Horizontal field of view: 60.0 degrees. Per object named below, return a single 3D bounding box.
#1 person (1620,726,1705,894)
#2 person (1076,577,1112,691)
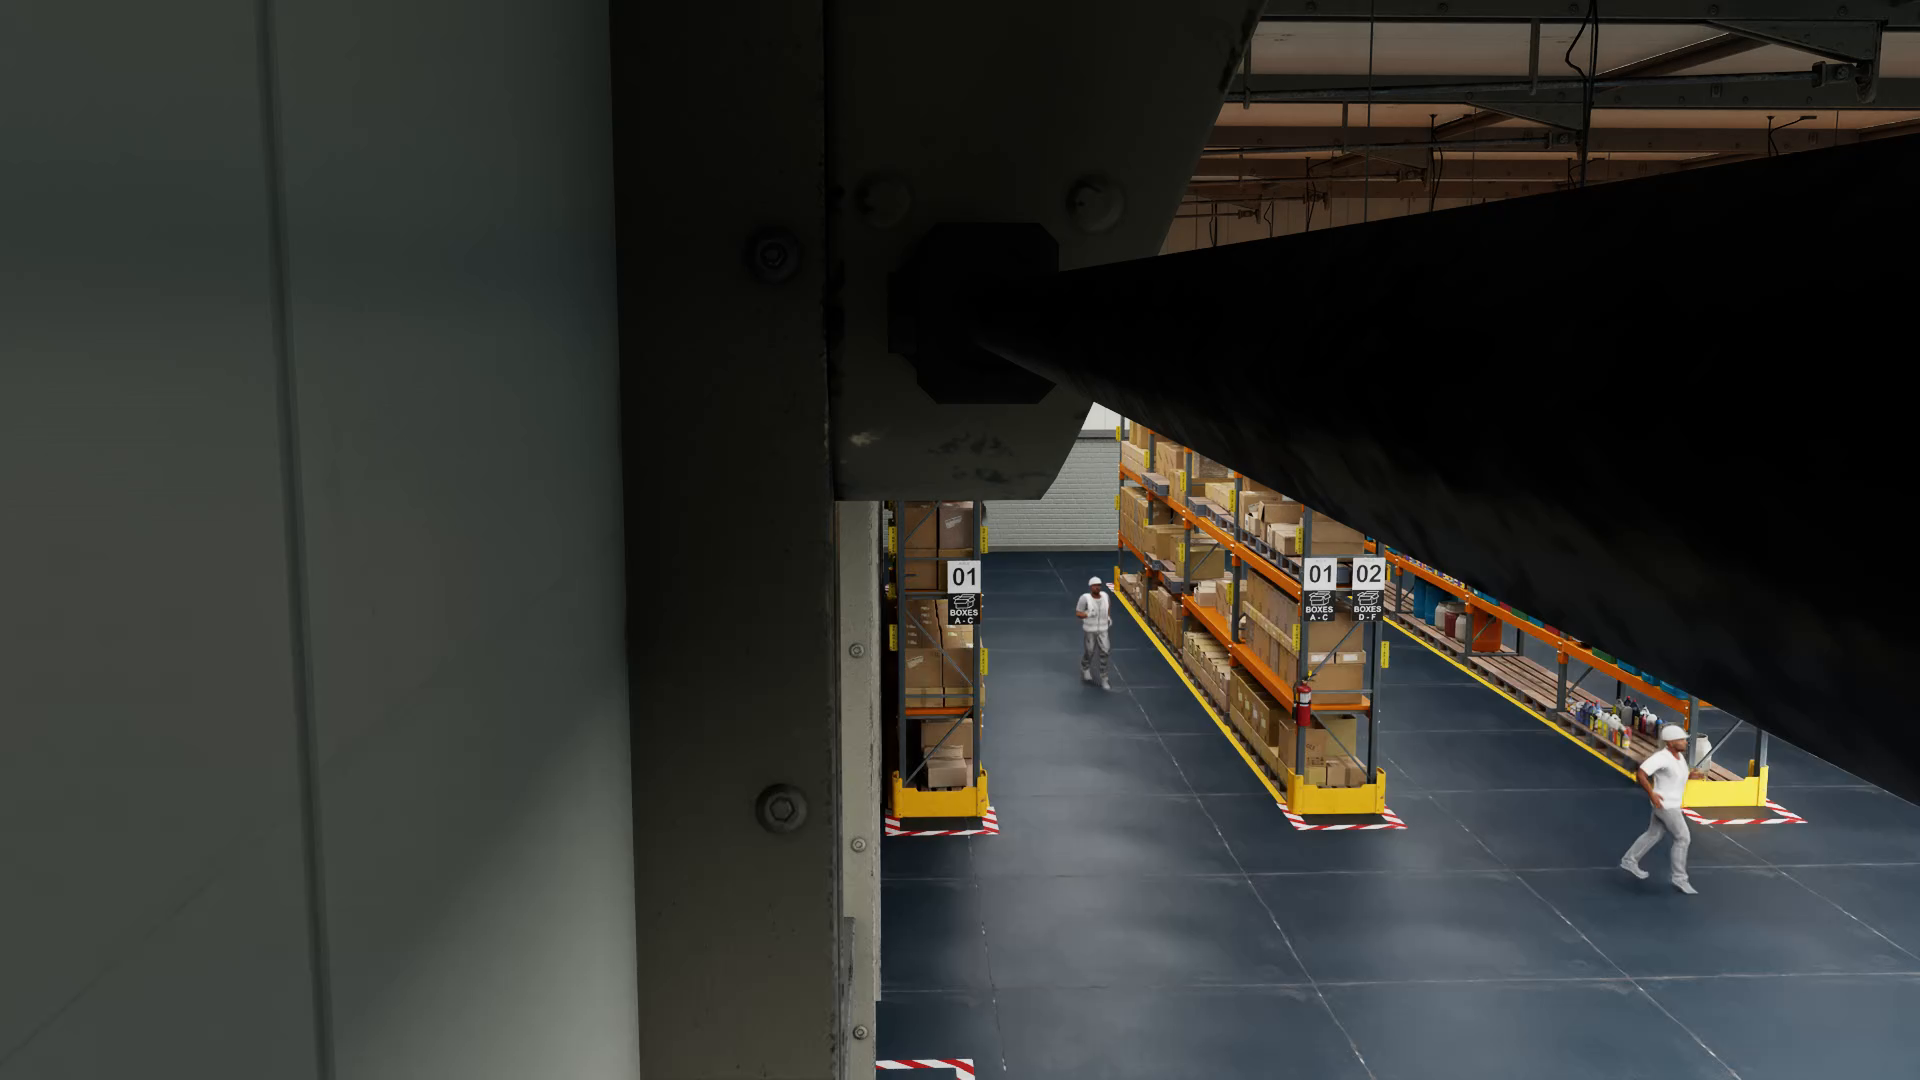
[{"bbox_3d":[7.626,2.888,18.016,0.806,1.828,0.666,4,9,27],"label":"person"},{"bbox_3d":[2.214,1.506,27.330,0.670,1.823,0.863,-2,8,-13],"label":"person"}]
